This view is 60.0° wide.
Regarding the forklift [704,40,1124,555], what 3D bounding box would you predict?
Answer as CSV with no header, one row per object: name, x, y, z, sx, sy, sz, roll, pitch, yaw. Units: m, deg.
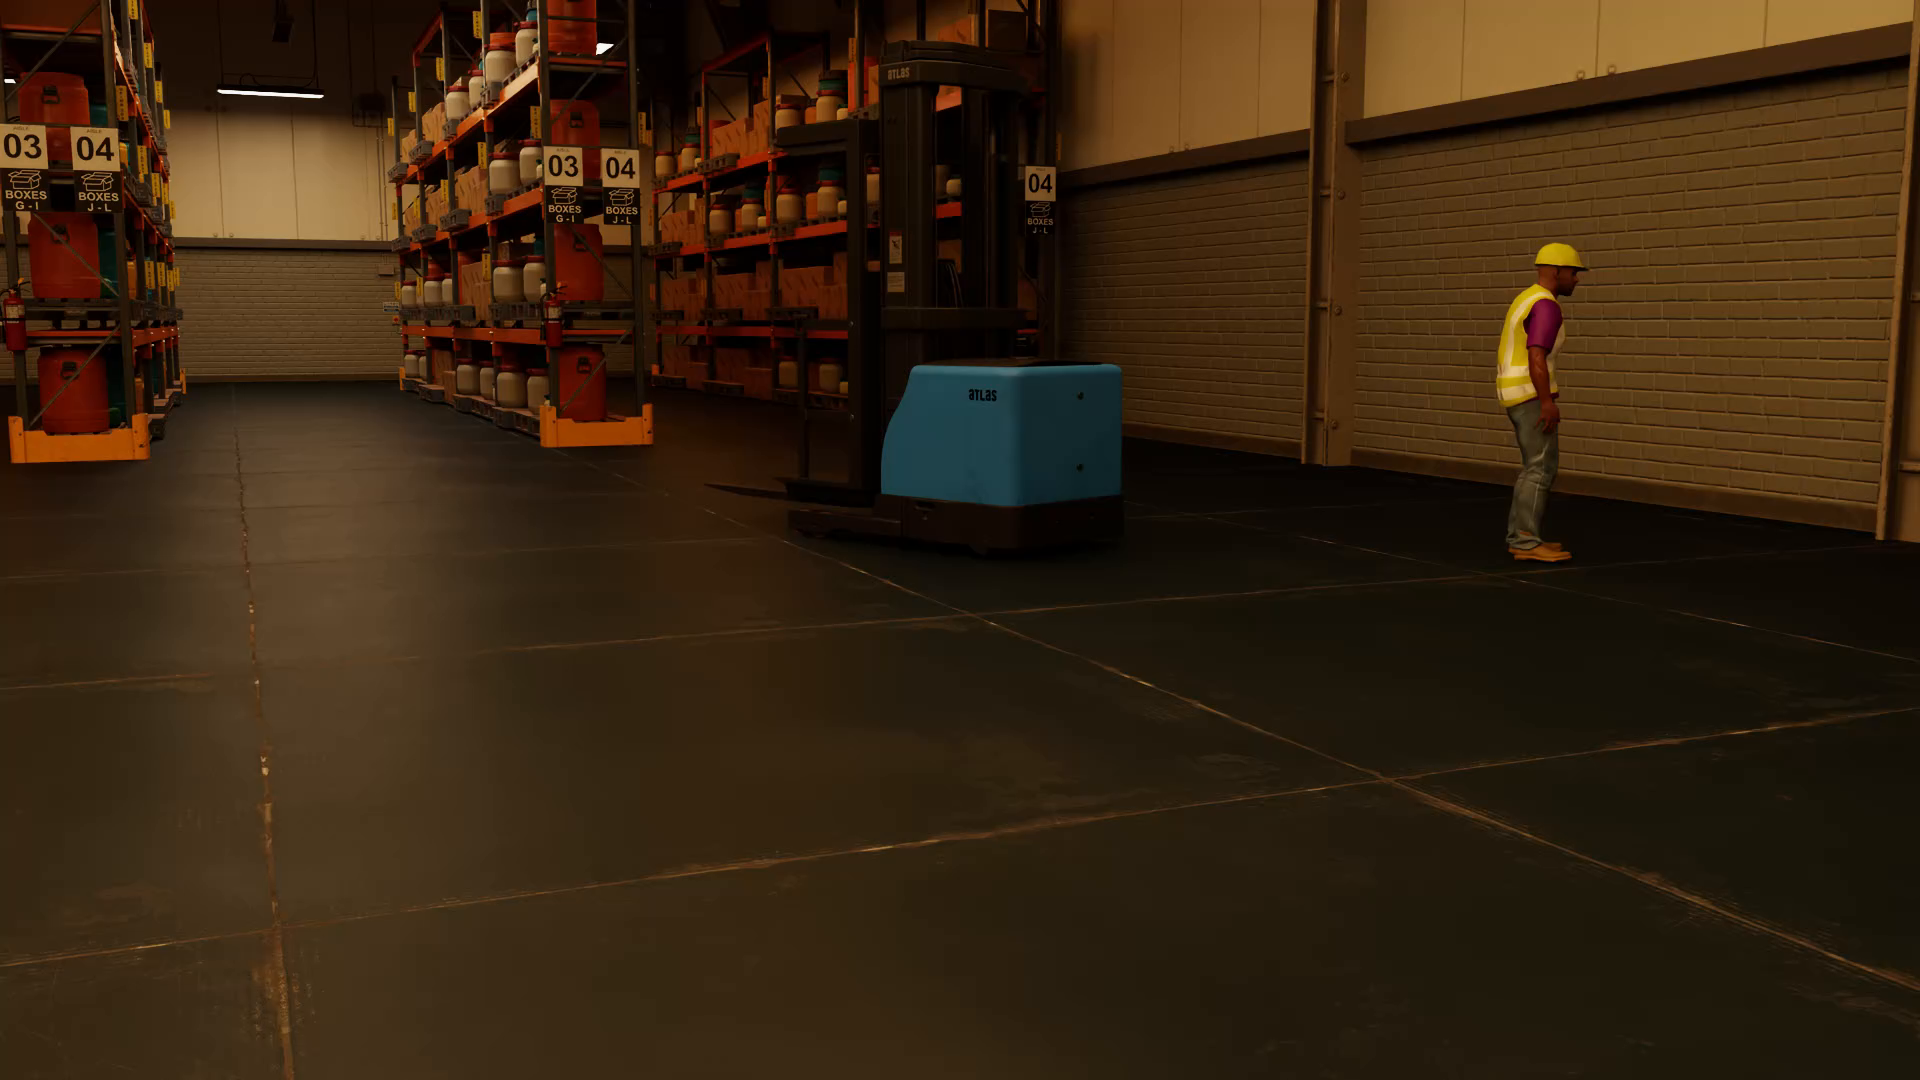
forklift,-0.436,-1.509,10.383,3.031,2.935,1.130,7,10,44

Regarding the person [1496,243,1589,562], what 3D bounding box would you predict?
person,3.253,-0.777,9.331,0.463,1.759,0.626,2,8,11
